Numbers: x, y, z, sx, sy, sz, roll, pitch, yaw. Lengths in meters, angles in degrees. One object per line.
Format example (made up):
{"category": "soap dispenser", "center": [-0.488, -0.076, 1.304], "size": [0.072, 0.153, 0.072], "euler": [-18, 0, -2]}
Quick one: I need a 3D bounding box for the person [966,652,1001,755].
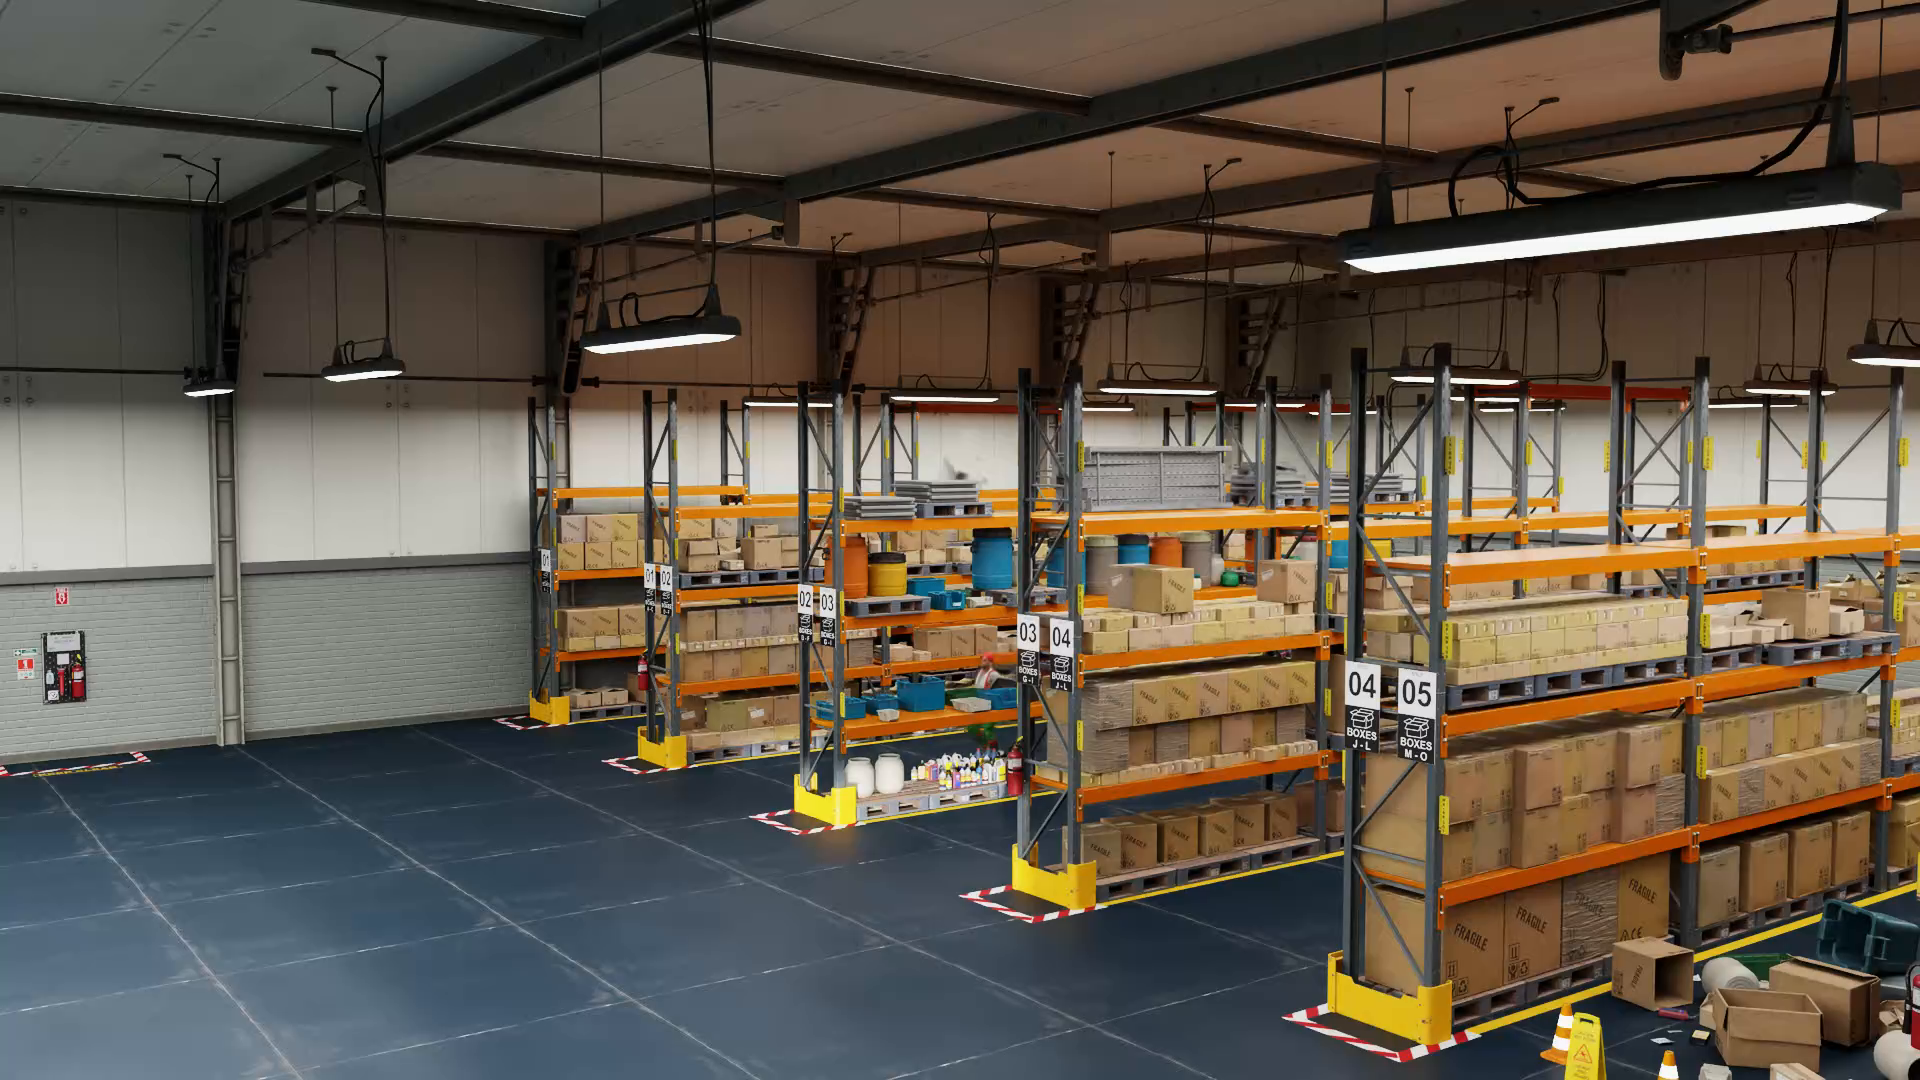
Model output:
{"category": "person", "center": [0.369, 2.681, 26.902], "size": [0.642, 1.742, 0.649], "euler": [-3, 5, -44]}

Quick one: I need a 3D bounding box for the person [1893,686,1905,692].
{"category": "person", "center": [13.628, 2.935, 24.052], "size": [0.909, 1.662, 0.565], "euler": [-2, 4, -32]}
